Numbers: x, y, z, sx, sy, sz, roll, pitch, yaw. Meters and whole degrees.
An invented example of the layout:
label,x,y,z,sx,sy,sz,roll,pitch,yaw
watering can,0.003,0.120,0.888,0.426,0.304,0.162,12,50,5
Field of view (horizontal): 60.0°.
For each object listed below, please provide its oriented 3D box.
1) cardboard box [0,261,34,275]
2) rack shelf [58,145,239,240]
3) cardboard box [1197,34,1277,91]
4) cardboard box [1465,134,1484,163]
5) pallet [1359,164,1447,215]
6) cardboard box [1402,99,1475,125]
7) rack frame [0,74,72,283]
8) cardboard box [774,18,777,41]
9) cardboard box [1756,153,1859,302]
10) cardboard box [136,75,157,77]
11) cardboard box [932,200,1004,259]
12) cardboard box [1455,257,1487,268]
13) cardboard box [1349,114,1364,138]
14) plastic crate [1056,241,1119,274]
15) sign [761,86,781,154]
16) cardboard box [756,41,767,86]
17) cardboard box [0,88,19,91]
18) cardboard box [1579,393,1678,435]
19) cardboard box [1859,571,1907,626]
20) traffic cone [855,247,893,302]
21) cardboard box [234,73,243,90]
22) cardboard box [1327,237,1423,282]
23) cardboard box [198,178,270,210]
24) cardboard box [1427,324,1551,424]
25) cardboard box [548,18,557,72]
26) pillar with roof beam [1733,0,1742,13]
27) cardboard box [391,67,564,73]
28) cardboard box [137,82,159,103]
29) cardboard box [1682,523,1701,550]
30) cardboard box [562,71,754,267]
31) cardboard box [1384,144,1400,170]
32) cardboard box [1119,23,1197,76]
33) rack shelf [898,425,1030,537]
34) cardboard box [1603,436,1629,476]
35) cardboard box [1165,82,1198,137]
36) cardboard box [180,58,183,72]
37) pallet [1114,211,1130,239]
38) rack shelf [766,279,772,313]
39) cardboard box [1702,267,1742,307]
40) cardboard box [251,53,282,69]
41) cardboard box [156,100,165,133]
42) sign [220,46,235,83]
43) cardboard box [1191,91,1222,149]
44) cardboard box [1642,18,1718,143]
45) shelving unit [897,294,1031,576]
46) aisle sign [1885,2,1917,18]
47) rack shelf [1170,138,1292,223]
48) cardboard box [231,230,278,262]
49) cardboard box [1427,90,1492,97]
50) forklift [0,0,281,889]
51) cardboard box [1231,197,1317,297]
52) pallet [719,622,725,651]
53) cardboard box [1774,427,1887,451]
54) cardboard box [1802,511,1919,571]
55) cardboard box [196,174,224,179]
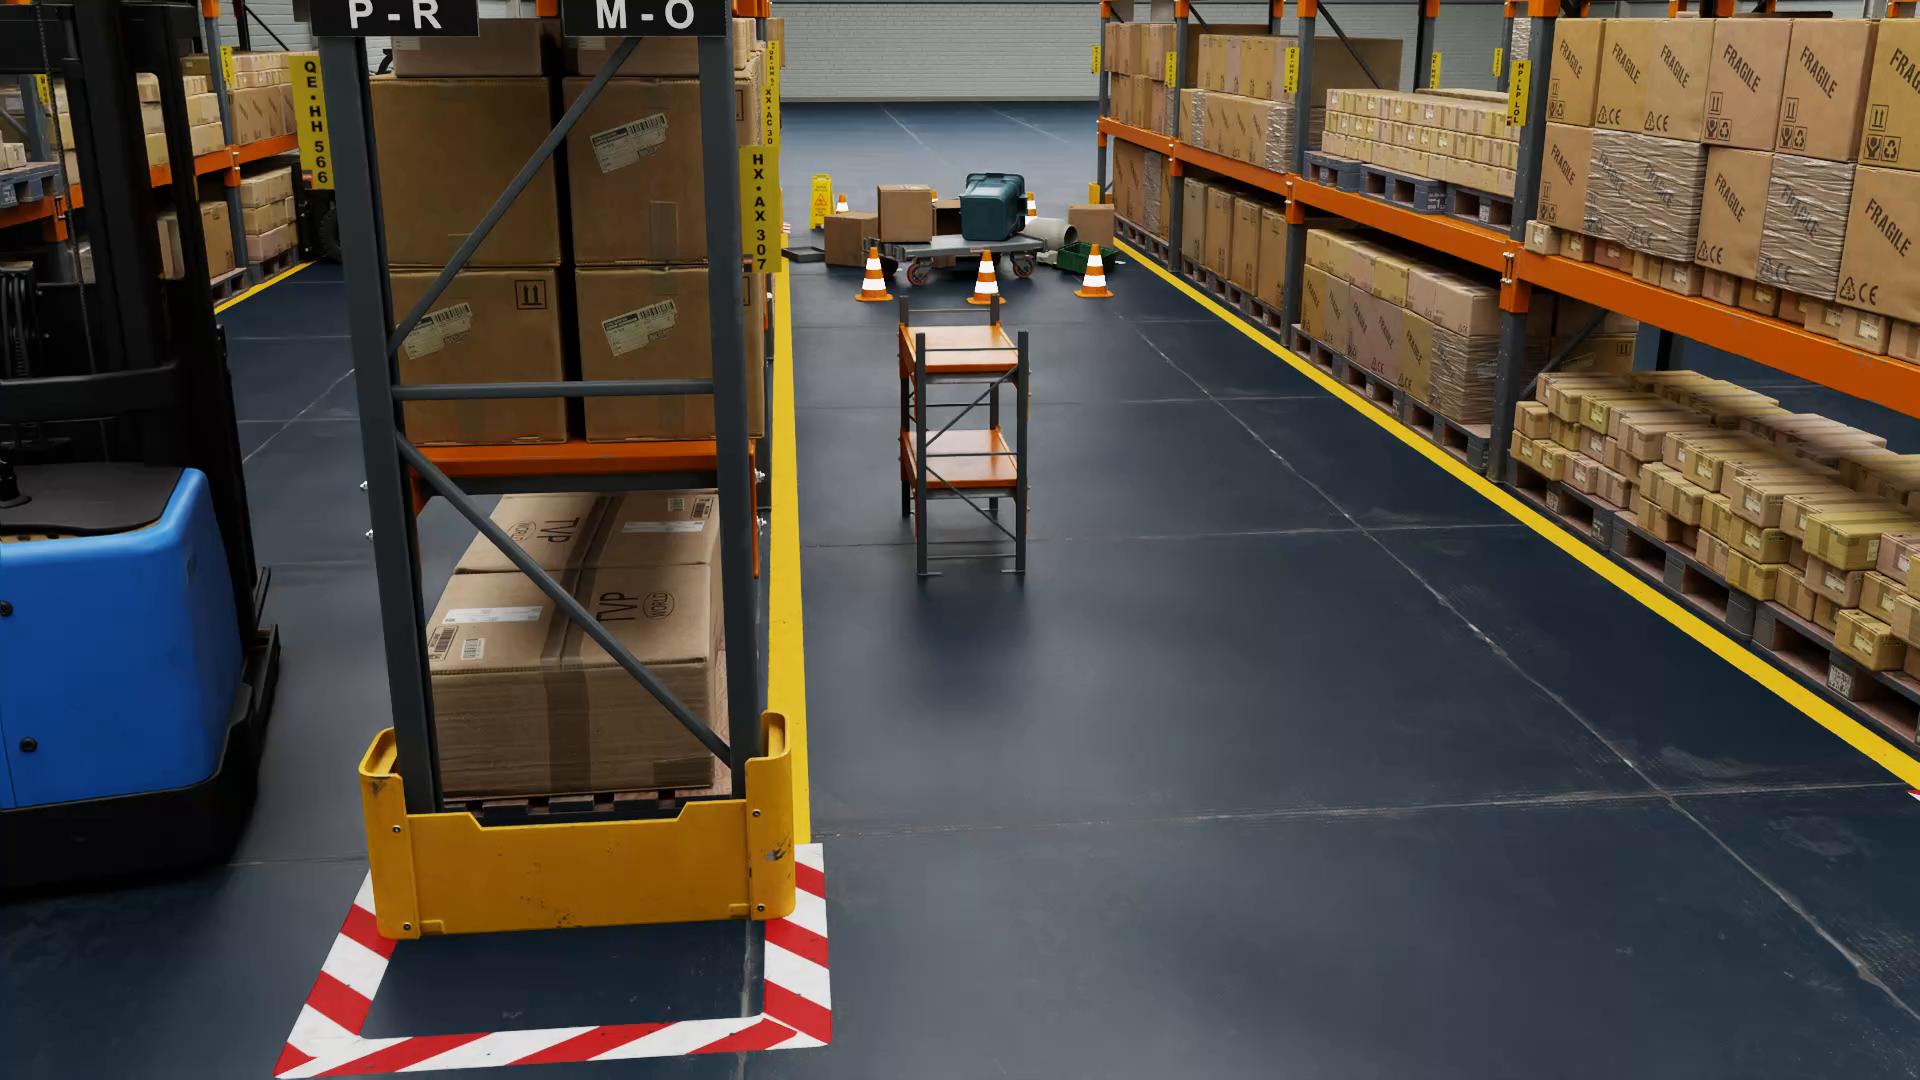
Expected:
label,x,y,z,sx,sy,sz,roll,pitch,yaw
cardboard box,-6.530,-1.799,11.289,0.380,0.149,0.250,-3,18,-8
rack shelf,-7.039,-2.874,13.524,1.077,0.370,4.000,-2,18,-6
cardboard box,2.661,-4.527,15.754,0.700,0.500,0.500,-2,18,-7
cardboard box,3.141,-2.254,9.572,0.380,0.149,0.250,-1,17,-3
pallet,3.262,-2.279,10.748,1.003,0.211,1.213,-2,18,-6
cardboard box,3.031,-2.713,10.537,0.380,0.149,0.250,-2,18,-6
rack frame,-6.833,-2.621,11.519,1.000,3.000,0.127,-2,18,-6
cardboard box,-2.169,-4.925,16.523,0.700,0.500,0.500,-2,18,-5
cardboard box,3.430,-1.195,6.313,0.500,0.500,0.500,-2,18,-5
cardboard box,-7.534,-4.258,15.482,0.380,0.149,0.250,-2,18,-6
cardboard box,0.083,-3.309,17.652,0.797,0.637,0.503,-2,18,-6
cardboard box,3.510,-1.671,10.714,0.500,0.250,0.500,-1,17,-4
cardboard box,2.928,-2.871,11.535,0.380,0.149,0.250,-2,18,-7
plastic crate,1.283,-2.848,16.838,0.450,0.188,0.662,18,23,19
sign,-0.932,-2.052,8.129,0.100,0.325,0.005,-2,18,-6
cardboard box,-1.522,-3.002,10.895,0.500,0.500,0.500,-1,17,-5
cardboard box,-7.267,-3.294,12.410,0.380,0.149,0.250,-2,18,-7
cardboard box,3.304,-0.624,8.223,0.380,0.149,0.250,-2,18,-6
cardboard box,3.530,0.215,6.047,0.380,0.149,0.250,-2,18,-7
traffic cone,-0.788,-2.431,15.148,0.336,0.463,0.334,-2,18,-6
cardboard box,-7.045,-4.350,15.776,0.380,0.149,0.250,-1,17,-4
cardboard box,2.900,-1.960,11.633,0.500,0.250,0.500,-2,18,-6
cardboard box,-6.983,-3.332,16.004,0.500,0.250,0.500,-2,18,-6
cardboard box,3.103,-0.987,9.787,0.500,0.500,0.500,-2,18,-7
cardboard box,-1.357,-1.402,4.716,0.380,0.149,0.250,-1,17,-5
pillar with roof beam,16.092,-15.622,42.915,9.100,9.000,0.400,-2,18,-6
cardboard box,-1.441,-1.208,5.181,0.500,0.500,0.500,-2,18,-5
cardboard box,-6.724,-3.619,13.446,0.380,0.149,0.250,-2,18,-7
cardboard box,3.425,-0.028,7.316,0.380,0.149,0.250,-1,17,-4
cardboard box,-0.837,-1.069,4.737,0.500,0.500,0.500,-2,18,-7
cardboard box,3.001,-2.505,10.866,0.380,0.149,0.250,-2,17,-5
cardboard box,2.263,-5.485,18.588,0.875,0.550,0.550,-2,18,-6
rack shelf,0.001,-0.301,8.075,0.538,0.278,1.000,-2,18,-6
cardboard box,3.350,-0.407,8.026,0.380,0.149,0.250,-3,18,-8
cardboard box,2.554,-4.332,16.716,0.875,0.550,0.550,-2,18,-6
cardboard box,-7.564,-4.474,15.673,0.380,0.149,0.250,-2,18,-7
pallet,2.352,-3.776,19.852,1.003,0.211,1.213,-2,18,-6
rack shelf,-1.690,-1.837,10.220,1.077,0.370,4.000,-2,18,-6
cardboard box,3.391,-1.083,7.039,0.380,0.149,0.250,-1,17,-4
cardboard box,-7.248,-4.947,17.180,0.380,0.149,0.250,-2,17,-5
cardboard box,-6.834,-3.536,13.848,0.500,0.250,0.500,-1,17,-5
sign,-6.707,-4.347,15.216,0.100,0.325,0.005,-2,18,-6
cardboard box,2.444,-3.883,15.370,0.500,0.500,0.500,-2,18,-5
cardboard box,3.323,-1.987,7.164,0.500,0.500,0.500,-1,17,-5
shelving unit,0.001,-0.535,8.002,0.538,1.125,1.048,-2,18,-6
aisle sign,11.763,-6.871,20.715,0.394,0.787,0.004,-2,18,-6
rack shelf,2.811,-3.211,14.599,1.077,0.370,4.000,-2,18,-6
cardboard box,-6.966,-2.856,16.155,0.500,0.250,0.500,-2,18,-5
cardboard box,3.547,-3.116,11.821,0.380,0.149,0.250,-2,18,-6
forklift,-3.133,-0.769,5.734,1.130,2.935,3.031,-6,18,-17
cardboard box,2.950,-2.530,14.284,1.050,0.750,0.750,-2,17,-5
pallet,-1.354,0.340,6.742,1.003,0.211,1.213,-2,18,-6
cardboard box,3.933,-0.407,7.530,0.380,0.149,0.250,-2,18,-8
cardboard box,3.414,0.001,6.231,0.380,0.149,0.250,-2,18,-7
cardboard box,-7.556,-3.470,16.441,0.500,0.250,0.500,-2,18,-6
